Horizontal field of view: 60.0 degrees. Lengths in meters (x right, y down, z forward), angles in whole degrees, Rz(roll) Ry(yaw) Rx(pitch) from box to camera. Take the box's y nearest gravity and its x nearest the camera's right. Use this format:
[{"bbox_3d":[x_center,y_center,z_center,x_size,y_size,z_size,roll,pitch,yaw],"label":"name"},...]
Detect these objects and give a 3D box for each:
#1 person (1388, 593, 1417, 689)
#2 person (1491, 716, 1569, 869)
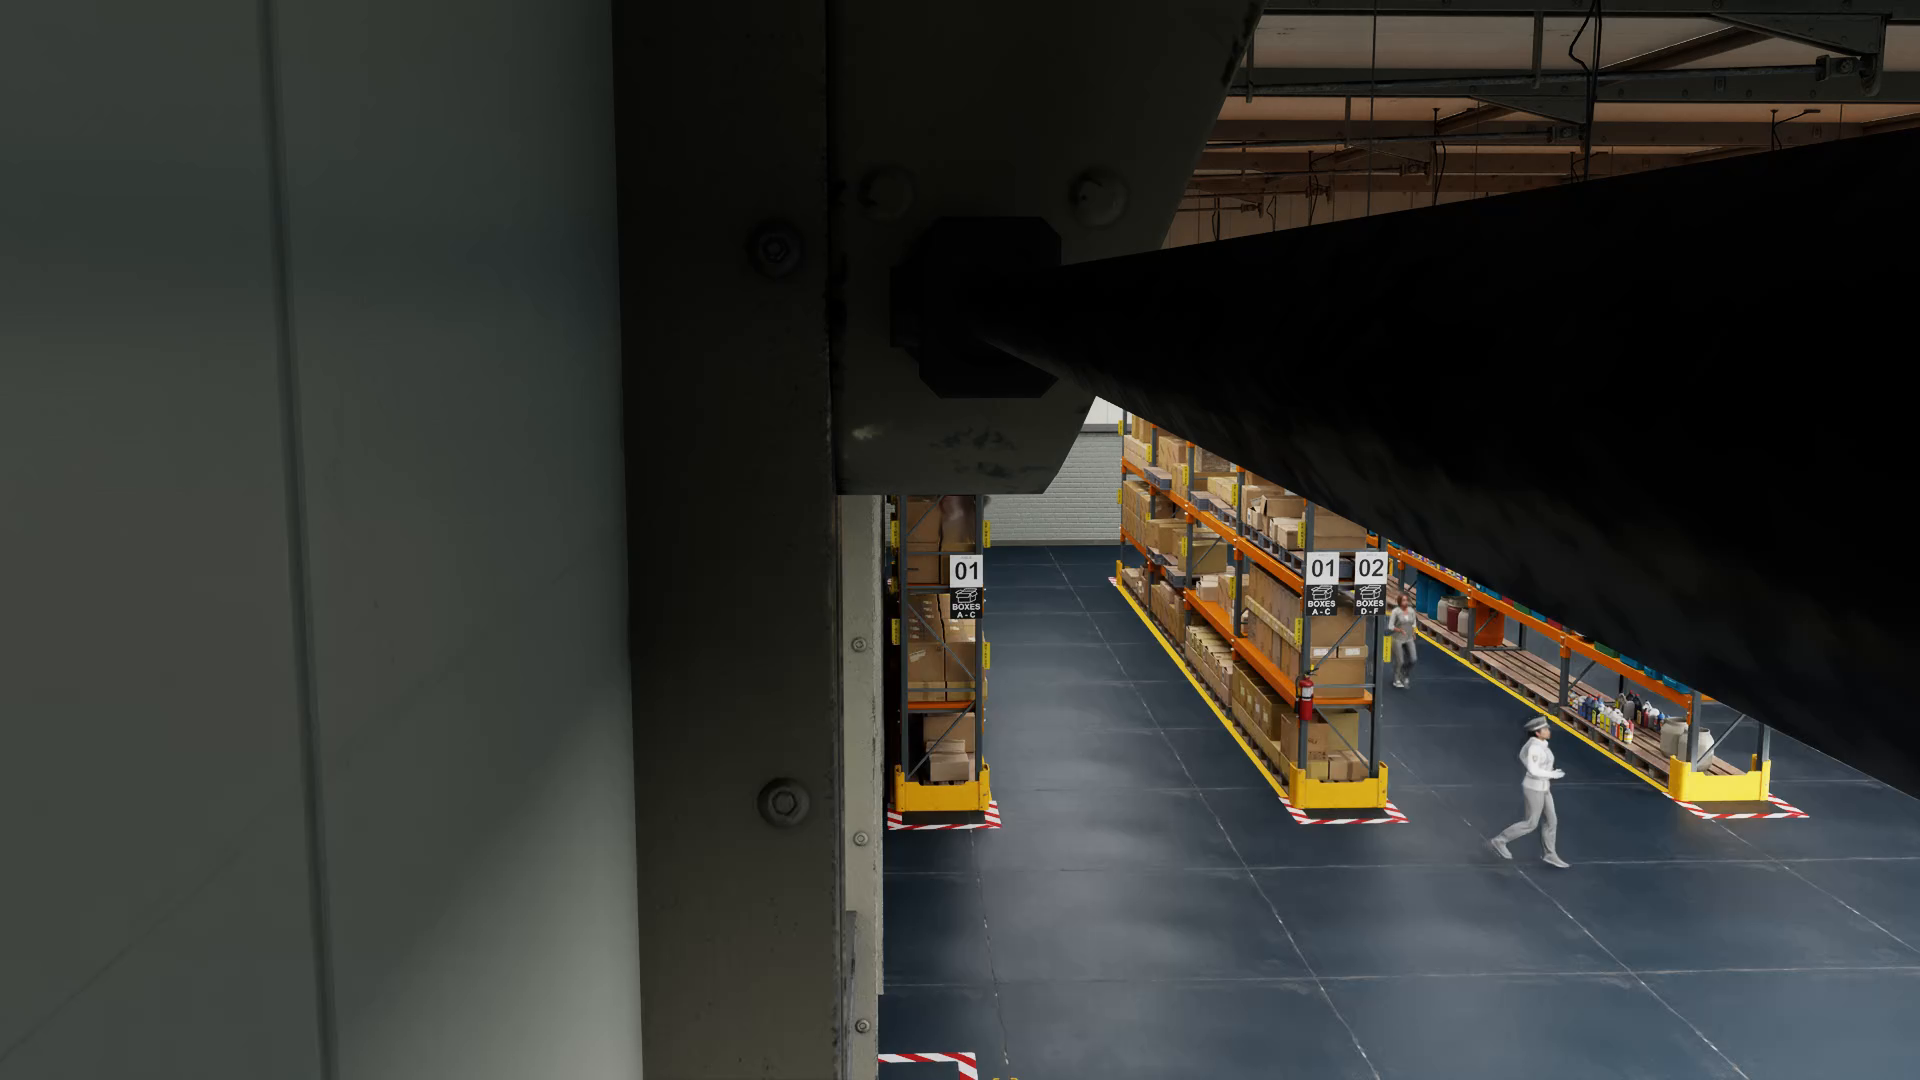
[{"bbox_3d":[7.110,1.625,26.627,0.509,1.561,0.622,-1,8,-6],"label":"person"},{"bbox_3d":[6.370,2.788,18.472,0.829,1.717,0.596,4,9,26],"label":"person"}]
